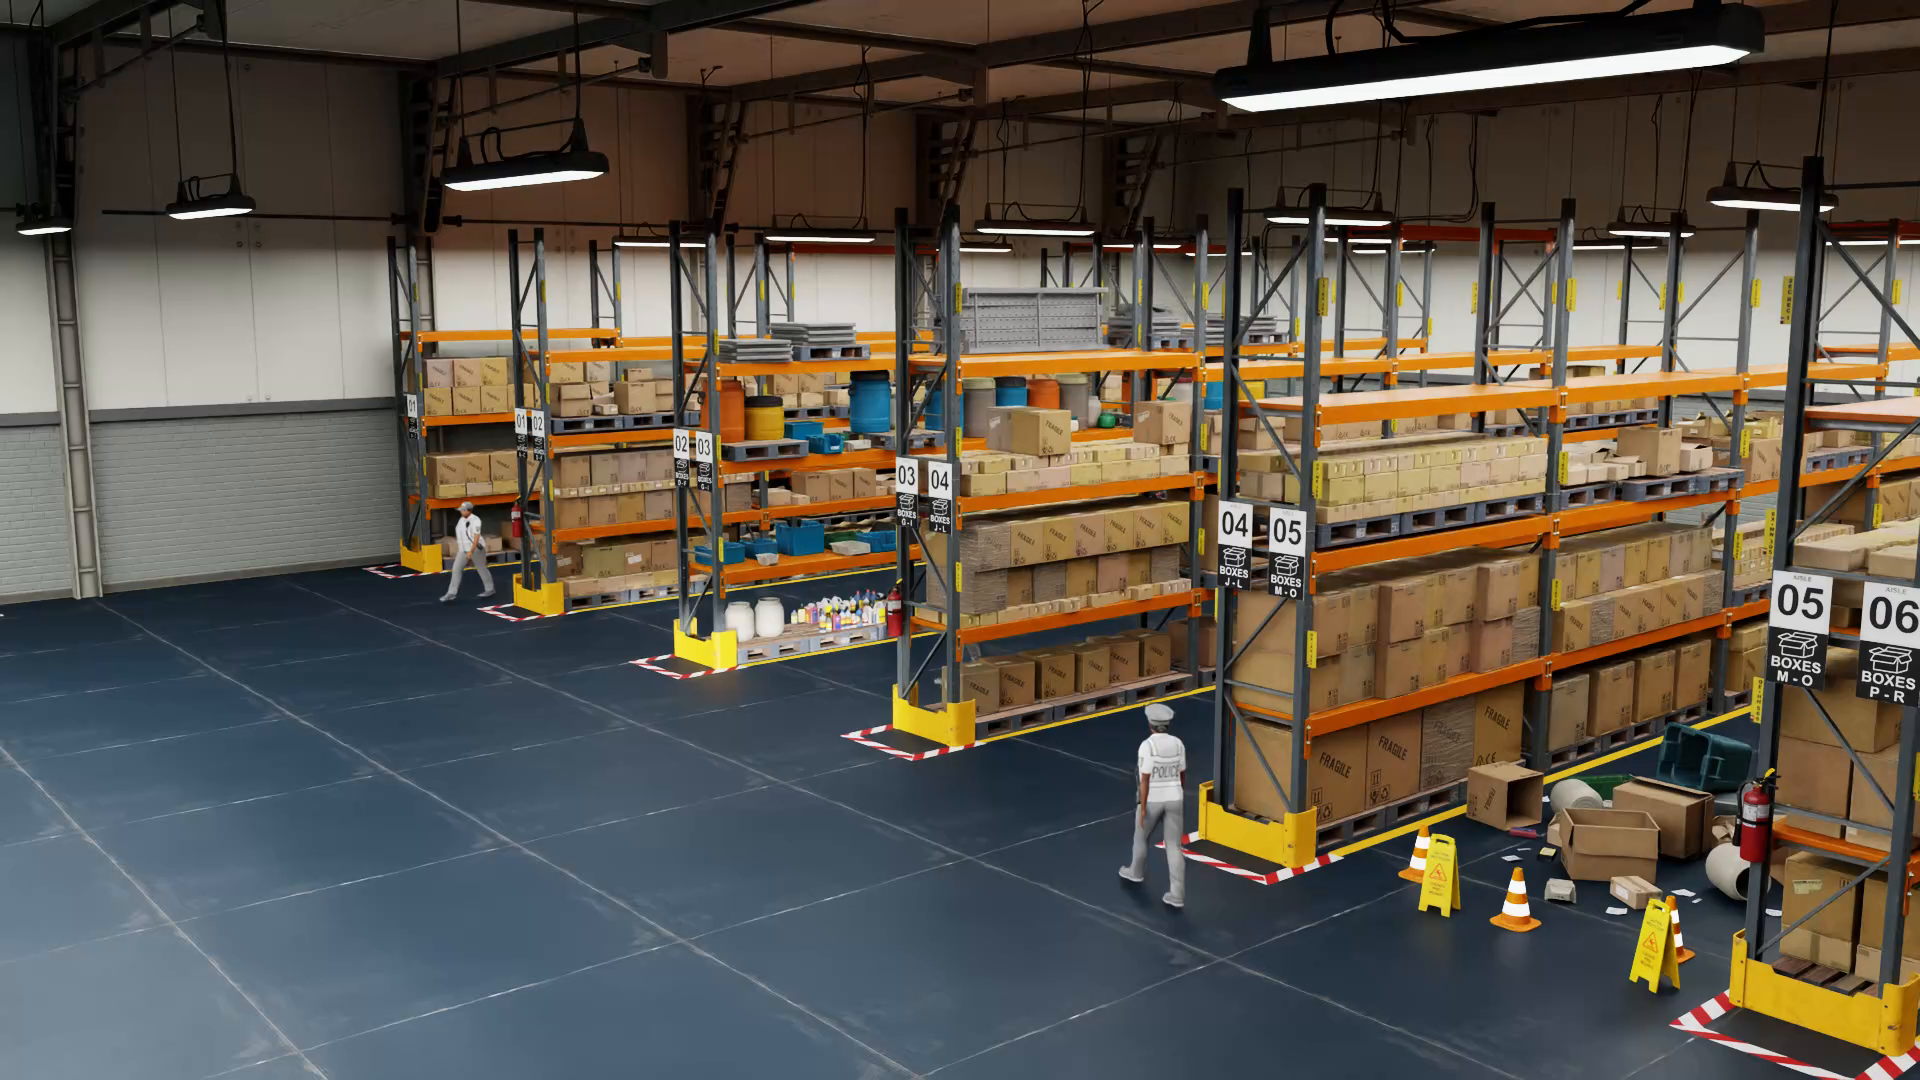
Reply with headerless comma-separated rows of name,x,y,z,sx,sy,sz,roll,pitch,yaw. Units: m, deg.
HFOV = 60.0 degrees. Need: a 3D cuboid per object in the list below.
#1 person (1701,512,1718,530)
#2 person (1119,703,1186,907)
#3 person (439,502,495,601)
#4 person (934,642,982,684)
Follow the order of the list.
person,11.720,0.354,26.062,0.454,1.611,1.051,7,11,38
person,1.685,2.202,14.073,0.480,1.601,0.972,-2,9,-14
person,-8.076,0.167,27.250,0.517,1.611,0.948,4,10,25
person,-0.043,0.960,21.654,0.969,1.734,0.578,-6,11,-34
